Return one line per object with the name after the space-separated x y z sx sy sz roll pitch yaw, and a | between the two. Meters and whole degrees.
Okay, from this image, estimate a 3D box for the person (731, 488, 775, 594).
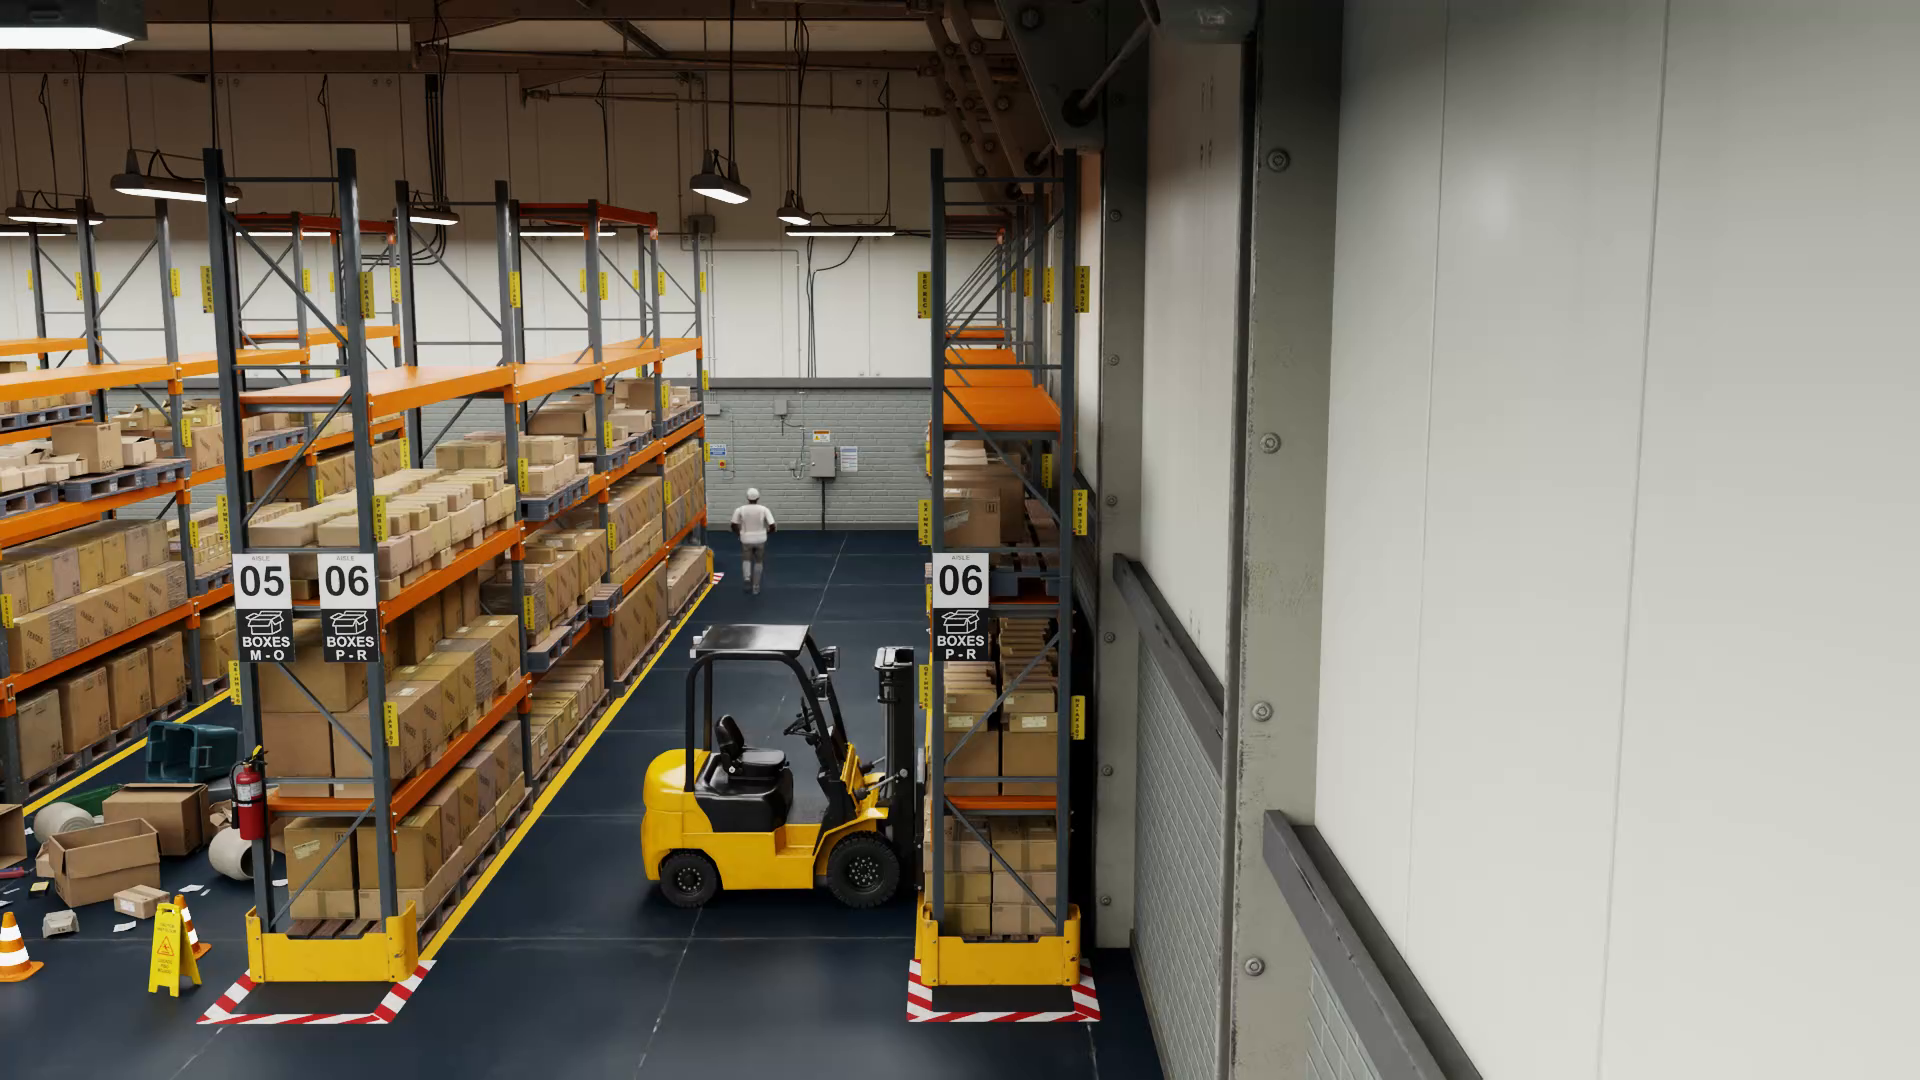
-3.276 0.011 26.433 0.686 1.710 0.609 -1 9 -4 | person

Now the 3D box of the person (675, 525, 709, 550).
-4.838 -0.324 29.296 0.788 1.610 0.867 2 9 12 | person
